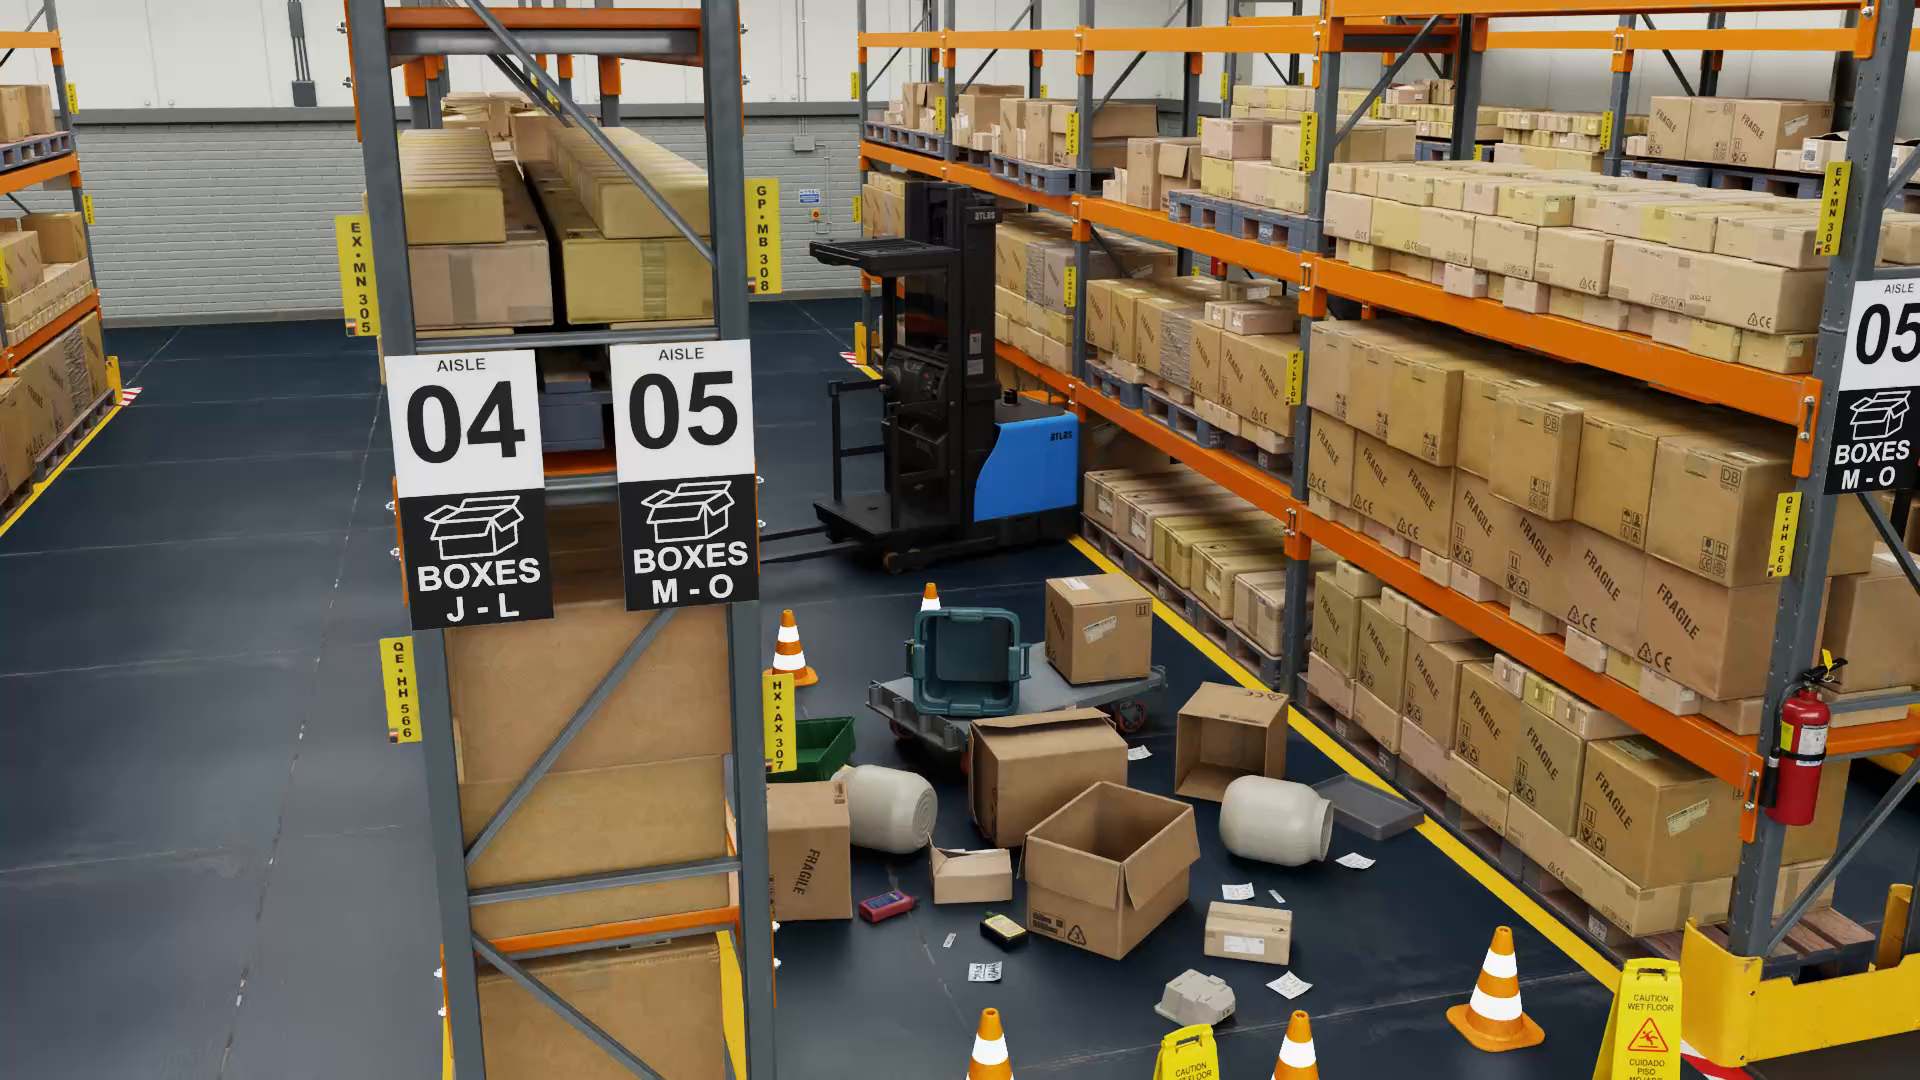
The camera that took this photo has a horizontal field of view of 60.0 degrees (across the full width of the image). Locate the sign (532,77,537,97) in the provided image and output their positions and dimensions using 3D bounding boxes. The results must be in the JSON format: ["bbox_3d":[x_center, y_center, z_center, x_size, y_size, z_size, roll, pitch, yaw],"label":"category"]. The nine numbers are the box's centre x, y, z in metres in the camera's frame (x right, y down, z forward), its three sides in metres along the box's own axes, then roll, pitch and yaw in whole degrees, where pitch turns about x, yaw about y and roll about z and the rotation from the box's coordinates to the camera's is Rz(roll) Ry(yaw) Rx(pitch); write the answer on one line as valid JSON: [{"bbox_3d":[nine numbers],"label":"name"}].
[{"bbox_3d":[-4.958,-5.257,19.486,0.100,0.325,0.005,-5,17,-15],"label":"sign"}]

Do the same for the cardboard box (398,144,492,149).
[{"bbox_3d":[-2.075,-1.507,6.686,0.380,0.149,0.250,-5,17,-15],"label":"cardboard box"}]

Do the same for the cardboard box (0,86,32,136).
[{"bbox_3d":[-10.060,-4.423,17.170,0.700,0.500,0.500,-5,18,-17],"label":"cardboard box"}]

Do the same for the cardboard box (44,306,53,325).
[{"bbox_3d":[-9.312,-2.234,16.611,0.380,0.149,0.250,-4,17,-15],"label":"cardboard box"}]

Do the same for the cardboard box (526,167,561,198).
[{"bbox_3d":[-1.678,-1.539,7.488,0.500,0.250,0.500,-5,17,-15],"label":"cardboard box"}]

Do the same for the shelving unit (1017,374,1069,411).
[{"bbox_3d":[0.712,-0.808,14.529,0.258,1.200,0.503,-8,20,-30],"label":"shelving unit"}]

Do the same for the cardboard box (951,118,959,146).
[{"bbox_3d":[0.135,-4.078,16.605,0.396,0.266,0.258,-5,17,-16],"label":"cardboard box"}]

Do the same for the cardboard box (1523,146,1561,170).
[{"bbox_3d":[5.692,-3.585,15.718,0.500,0.250,0.500,-5,17,-15],"label":"cardboard box"}]

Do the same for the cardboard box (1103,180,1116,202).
[{"bbox_3d":[1.357,-2.780,13.216,0.380,0.149,0.250,-5,17,-15],"label":"cardboard box"}]

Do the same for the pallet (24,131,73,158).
[{"bbox_3d":[-10.080,-4.184,17.606,1.003,0.211,1.213,-5,17,-15],"label":"pallet"}]

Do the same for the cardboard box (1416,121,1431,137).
[{"bbox_3d":[4.994,-4.302,17.380,0.380,0.149,0.250,-4,17,-14],"label":"cardboard box"}]

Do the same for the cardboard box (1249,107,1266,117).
[{"bbox_3d":[4.025,-5.395,21.227,0.500,0.250,0.500,-4,17,-14],"label":"cardboard box"}]

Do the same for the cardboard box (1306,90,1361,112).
[{"bbox_3d":[4.456,-5.212,19.751,0.500,0.250,0.500,-4,17,-14],"label":"cardboard box"}]

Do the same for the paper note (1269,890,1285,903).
[{"bbox_3d":[1.549,1.743,8.133,0.032,0.001,0.123,-5,17,-15],"label":"paper note"}]

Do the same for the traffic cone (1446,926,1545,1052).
[{"bbox_3d":[2.273,1.846,7.001,0.336,0.463,0.334,-5,17,-15],"label":"traffic cone"}]

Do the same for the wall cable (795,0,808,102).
[{"bbox_3d":[-2.599,-8.202,25.614,0.463,3.000,0.029,-5,17,-15],"label":"wall cable"}]

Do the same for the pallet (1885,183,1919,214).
[{"bbox_3d":[7.049,-2.440,11.978,0.805,0.209,1.217,-5,18,-17],"label":"pallet"}]

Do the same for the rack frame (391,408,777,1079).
[{"bbox_3d":[-1.100,1.068,5.184,1.000,3.000,0.127,-5,17,-15],"label":"rack frame"}]

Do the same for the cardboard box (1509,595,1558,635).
[{"bbox_3d":[2.905,0.334,8.063,0.380,0.149,0.250,-5,17,-16],"label":"cardboard box"}]

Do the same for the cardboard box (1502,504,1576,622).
[{"bbox_3d":[2.951,0.052,7.874,0.500,0.500,0.500,-5,17,-16],"label":"cardboard box"}]

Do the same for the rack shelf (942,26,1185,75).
[{"bbox_3d":[0.884,-4.455,15.086,1.077,0.370,4.000,-5,17,-15],"label":"rack shelf"}]

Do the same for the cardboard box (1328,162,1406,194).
[{"bbox_3d":[2.305,-2.043,9.377,0.380,0.149,0.250,-5,17,-16],"label":"cardboard box"}]

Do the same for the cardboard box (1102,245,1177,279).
[{"bbox_3d":[1.533,-2.247,14.307,0.500,0.500,0.500,-5,18,-17],"label":"cardboard box"}]

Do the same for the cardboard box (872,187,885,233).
[{"bbox_3d":[-0.758,-4.007,20.164,0.500,0.500,0.500,-5,17,-17],"label":"cardboard box"}]

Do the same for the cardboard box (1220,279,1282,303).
[{"bbox_3d":[2.154,-1.836,12.303,0.380,0.149,0.250,-6,18,-18],"label":"cardboard box"}]

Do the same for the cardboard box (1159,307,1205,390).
[{"bbox_3d":[1.767,-1.384,11.926,0.500,0.500,0.500,-5,18,-17],"label":"cardboard box"}]

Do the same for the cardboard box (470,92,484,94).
[{"bbox_3d":[-5.574,-4.974,18.781,0.380,0.149,0.250,-4,17,-13],"label":"cardboard box"}]

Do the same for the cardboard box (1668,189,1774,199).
[{"bbox_3d":[3.486,-1.522,7.641,0.380,0.149,0.250,-4,17,-14],"label":"cardboard box"}]

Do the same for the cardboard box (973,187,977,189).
[{"bbox_3d":[0.291,-3.827,18.439,0.380,0.149,0.250,-5,17,-16],"label":"cardboard box"}]

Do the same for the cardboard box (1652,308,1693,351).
[{"bbox_3d":[3.125,-0.887,6.914,0.380,0.149,0.250,-4,17,-14],"label":"cardboard box"}]

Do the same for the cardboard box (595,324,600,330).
[{"bbox_3d":[-1.025,-0.758,5.579,0.380,0.149,0.250,-5,17,-15],"label":"cardboard box"}]

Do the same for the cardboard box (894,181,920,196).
[{"bbox_3d":[-0.548,-4.062,19.223,0.380,0.149,0.250,-5,17,-17],"label":"cardboard box"}]

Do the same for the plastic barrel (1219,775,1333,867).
[{"bbox_3d":[1.609,1.431,8.454,0.512,0.421,0.421,7,18,23],"label":"plastic barrel"}]

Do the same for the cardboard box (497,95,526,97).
[{"bbox_3d":[-4.801,-4.728,17.962,0.380,0.149,0.250,-4,17,-14],"label":"cardboard box"}]

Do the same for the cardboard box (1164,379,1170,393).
[{"bbox_3d":[1.732,-1.167,12.331,0.380,0.149,0.250,-4,17,-13],"label":"cardboard box"}]

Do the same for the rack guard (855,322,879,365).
[{"bbox_3d":[-0.772,-2.587,21.695,1.175,0.500,0.348,-5,17,-15],"label":"rack guard"}]

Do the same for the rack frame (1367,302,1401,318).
[{"bbox_3d":[5.106,-3.064,18.940,1.000,3.000,0.127,-5,17,-15],"label":"rack frame"}]

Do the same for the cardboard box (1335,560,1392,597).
[{"bbox_3d":[2.412,0.212,9.652,0.380,0.149,0.250,-4,17,-14],"label":"cardboard box"}]

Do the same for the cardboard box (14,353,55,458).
[{"bbox_3d":[-9.299,-1.260,15.896,0.875,0.875,0.875,-5,17,-15],"label":"cardboard box"}]

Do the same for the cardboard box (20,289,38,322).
[{"bbox_3d":[-9.203,-2.247,15.961,0.500,0.250,0.500,-5,17,-16],"label":"cardboard box"}]

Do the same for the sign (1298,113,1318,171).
[{"bbox_3d":[2.000,-2.286,9.551,0.100,0.325,0.005,-5,17,-15],"label":"sign"}]

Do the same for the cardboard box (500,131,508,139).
[{"bbox_3d":[-3.486,-3.084,13.618,0.500,0.500,0.500,-5,17,-15],"label":"cardboard box"}]

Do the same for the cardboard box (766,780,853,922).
[{"bbox_3d":[-0.786,1.505,8.067,0.500,0.500,0.500,-2,17,-6],"label":"cardboard box"}]

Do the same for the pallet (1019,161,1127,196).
[{"bbox_3d":[1.205,-3.085,14.121,1.213,0.211,1.003,-4,17,-13],"label":"pallet"}]

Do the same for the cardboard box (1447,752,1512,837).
[{"bbox_3d":[2.867,1.273,8.548,0.500,0.250,0.500,-5,18,-17],"label":"cardboard box"}]

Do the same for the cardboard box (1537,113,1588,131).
[{"bbox_3d":[5.704,-3.952,15.732,0.380,0.149,0.250,-5,17,-16],"label":"cardboard box"}]

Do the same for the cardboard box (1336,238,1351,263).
[{"bbox_3d":[2.381,-1.668,9.513,0.380,0.149,0.250,-5,17,-16],"label":"cardboard box"}]

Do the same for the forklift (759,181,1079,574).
[{"bbox_3d":[-0.534,-1.312,13.224,3.031,2.935,1.130,-10,19,-30],"label":"forklift"}]

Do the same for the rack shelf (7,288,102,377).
[{"bbox_3d":[-9.744,-2.096,16.967,1.077,0.370,4.000,-5,17,-15],"label":"rack shelf"}]

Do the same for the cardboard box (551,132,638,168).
[{"bbox_3d":[-1.654,-1.771,7.565,0.380,0.149,0.250,-5,17,-15],"label":"cardboard box"}]

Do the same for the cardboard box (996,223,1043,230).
[{"bbox_3d":[0.481,-2.776,16.067,0.500,0.500,0.500,-5,17,-17],"label":"cardboard box"}]

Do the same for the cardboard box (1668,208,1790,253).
[{"bbox_3d":[3.133,-1.264,6.781,0.380,0.149,0.250,-5,17,-16],"label":"cardboard box"}]

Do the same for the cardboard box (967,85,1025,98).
[{"bbox_3d":[0.374,-4.584,17.706,0.500,0.500,0.500,-4,17,-14],"label":"cardboard box"}]

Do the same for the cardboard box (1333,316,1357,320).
[{"bbox_3d":[4.566,-2.472,20.581,0.700,0.500,0.500,-5,18,-17],"label":"cardboard box"}]

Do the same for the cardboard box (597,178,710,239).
[{"bbox_3d":[-0.885,-0.997,4.990,0.380,0.149,0.250,-5,17,-15],"label":"cardboard box"}]

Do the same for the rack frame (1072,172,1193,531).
[{"bbox_3d":[1.433,-1.565,13.947,1.000,3.000,0.127,-5,17,-15],"label":"rack frame"}]
